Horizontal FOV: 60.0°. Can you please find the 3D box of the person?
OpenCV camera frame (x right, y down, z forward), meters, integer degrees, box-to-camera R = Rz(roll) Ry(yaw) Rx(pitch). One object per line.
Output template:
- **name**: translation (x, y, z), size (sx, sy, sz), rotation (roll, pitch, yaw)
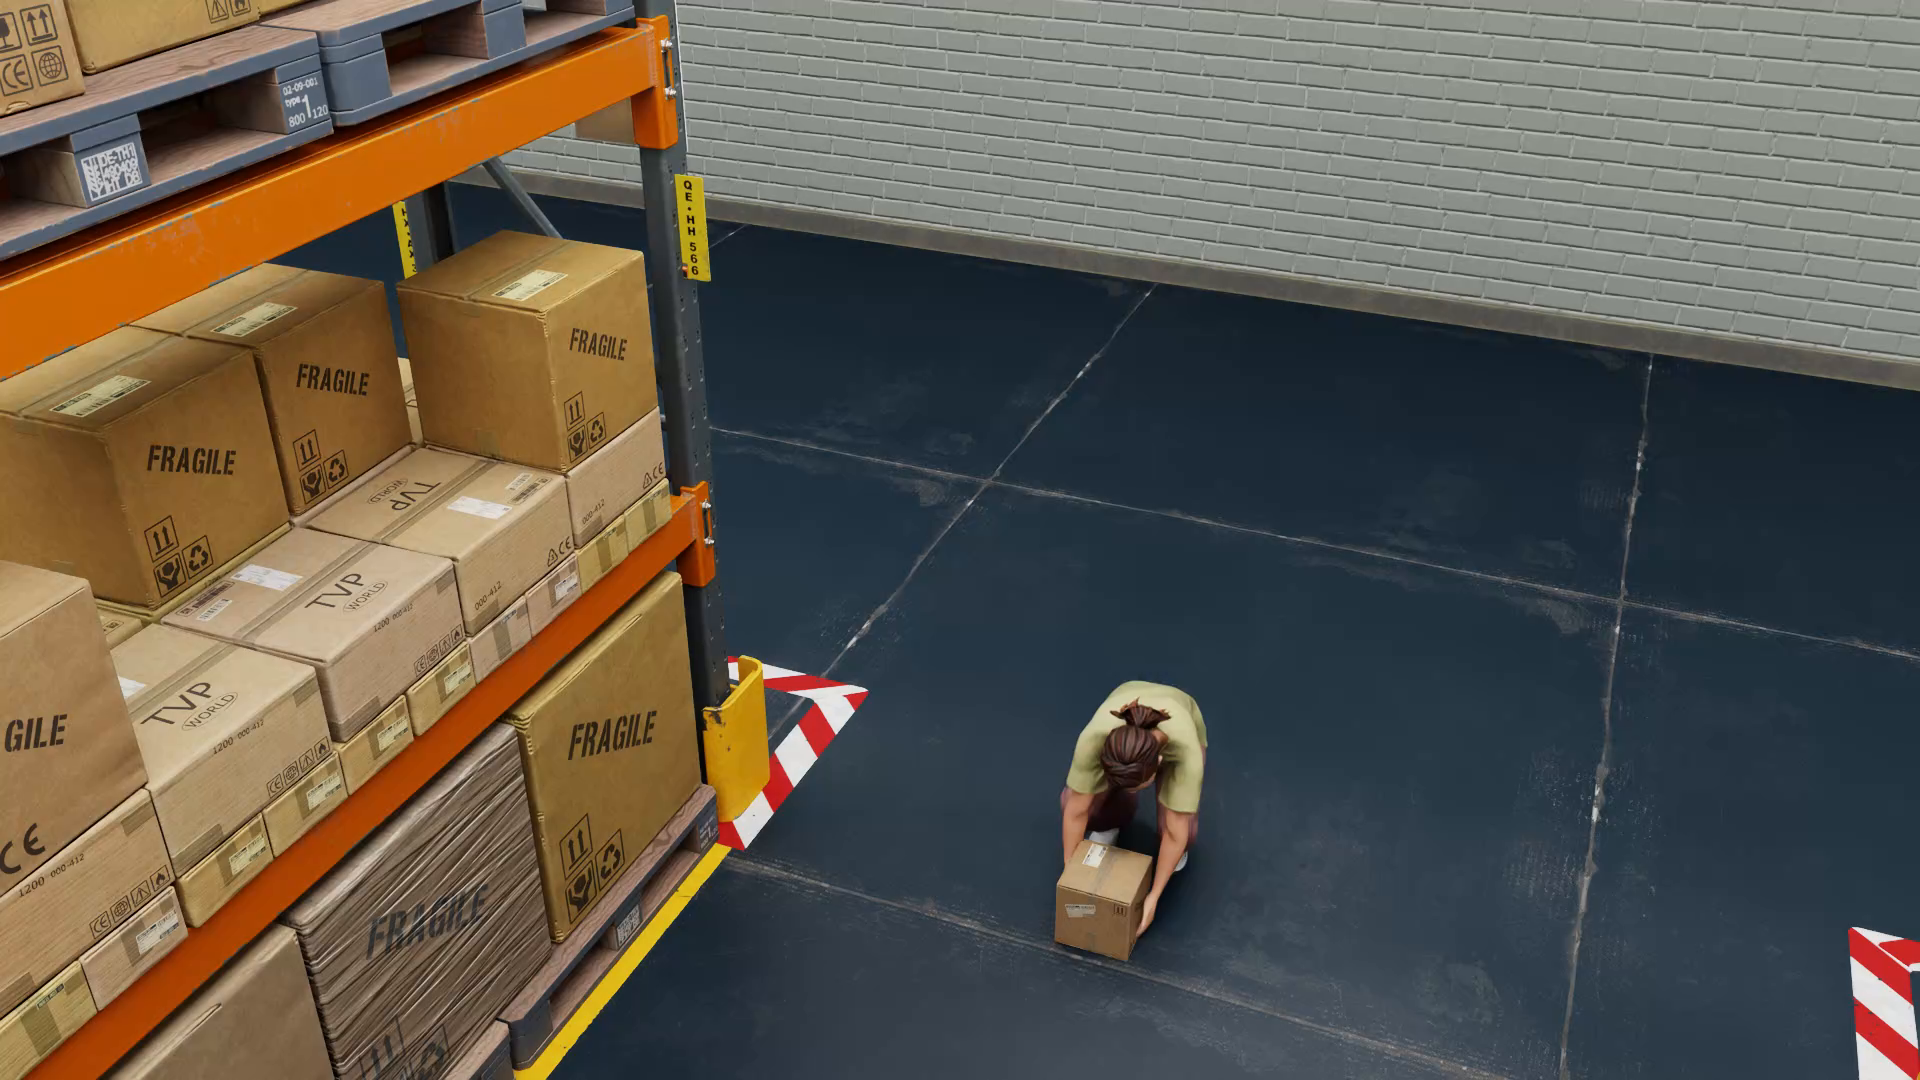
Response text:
- **person**: translation (0.606, 0.829, 5.639), size (0.479, 0.728, 0.805), rotation (11, 32, 19)
